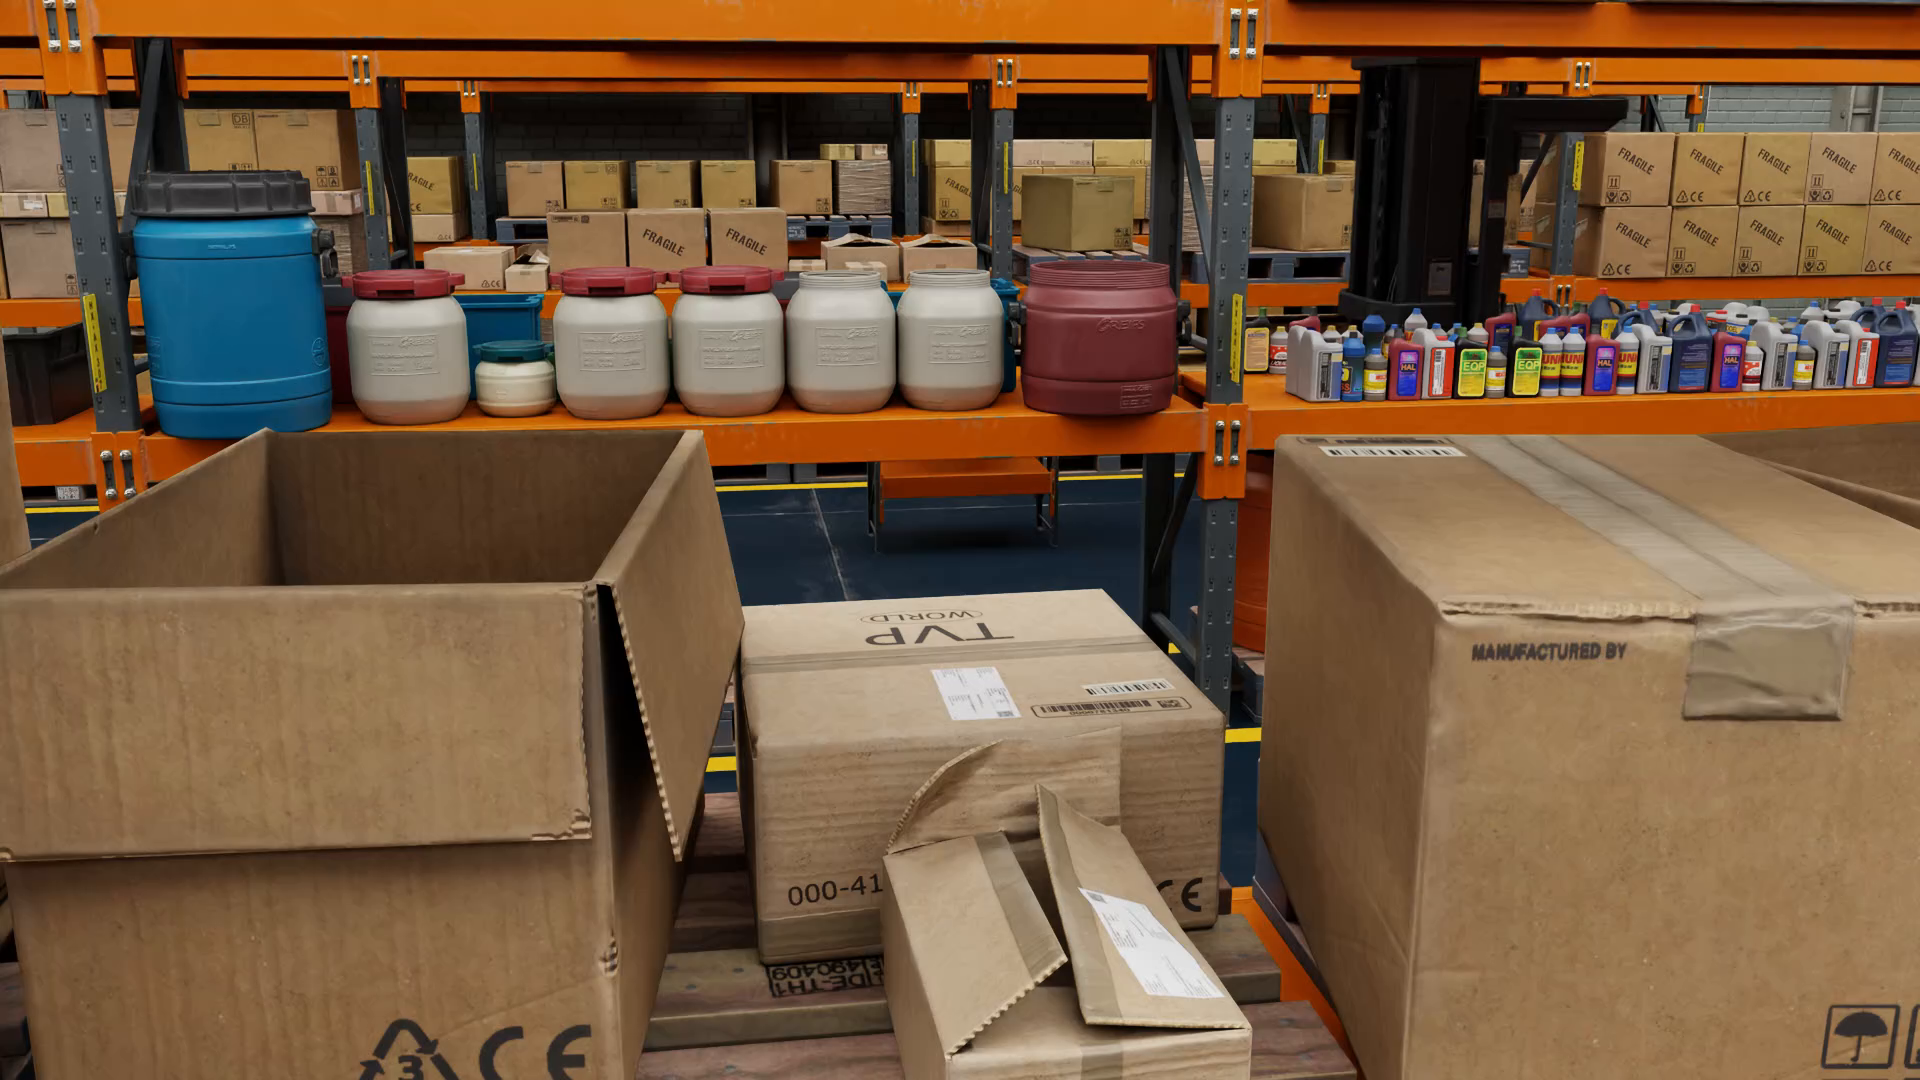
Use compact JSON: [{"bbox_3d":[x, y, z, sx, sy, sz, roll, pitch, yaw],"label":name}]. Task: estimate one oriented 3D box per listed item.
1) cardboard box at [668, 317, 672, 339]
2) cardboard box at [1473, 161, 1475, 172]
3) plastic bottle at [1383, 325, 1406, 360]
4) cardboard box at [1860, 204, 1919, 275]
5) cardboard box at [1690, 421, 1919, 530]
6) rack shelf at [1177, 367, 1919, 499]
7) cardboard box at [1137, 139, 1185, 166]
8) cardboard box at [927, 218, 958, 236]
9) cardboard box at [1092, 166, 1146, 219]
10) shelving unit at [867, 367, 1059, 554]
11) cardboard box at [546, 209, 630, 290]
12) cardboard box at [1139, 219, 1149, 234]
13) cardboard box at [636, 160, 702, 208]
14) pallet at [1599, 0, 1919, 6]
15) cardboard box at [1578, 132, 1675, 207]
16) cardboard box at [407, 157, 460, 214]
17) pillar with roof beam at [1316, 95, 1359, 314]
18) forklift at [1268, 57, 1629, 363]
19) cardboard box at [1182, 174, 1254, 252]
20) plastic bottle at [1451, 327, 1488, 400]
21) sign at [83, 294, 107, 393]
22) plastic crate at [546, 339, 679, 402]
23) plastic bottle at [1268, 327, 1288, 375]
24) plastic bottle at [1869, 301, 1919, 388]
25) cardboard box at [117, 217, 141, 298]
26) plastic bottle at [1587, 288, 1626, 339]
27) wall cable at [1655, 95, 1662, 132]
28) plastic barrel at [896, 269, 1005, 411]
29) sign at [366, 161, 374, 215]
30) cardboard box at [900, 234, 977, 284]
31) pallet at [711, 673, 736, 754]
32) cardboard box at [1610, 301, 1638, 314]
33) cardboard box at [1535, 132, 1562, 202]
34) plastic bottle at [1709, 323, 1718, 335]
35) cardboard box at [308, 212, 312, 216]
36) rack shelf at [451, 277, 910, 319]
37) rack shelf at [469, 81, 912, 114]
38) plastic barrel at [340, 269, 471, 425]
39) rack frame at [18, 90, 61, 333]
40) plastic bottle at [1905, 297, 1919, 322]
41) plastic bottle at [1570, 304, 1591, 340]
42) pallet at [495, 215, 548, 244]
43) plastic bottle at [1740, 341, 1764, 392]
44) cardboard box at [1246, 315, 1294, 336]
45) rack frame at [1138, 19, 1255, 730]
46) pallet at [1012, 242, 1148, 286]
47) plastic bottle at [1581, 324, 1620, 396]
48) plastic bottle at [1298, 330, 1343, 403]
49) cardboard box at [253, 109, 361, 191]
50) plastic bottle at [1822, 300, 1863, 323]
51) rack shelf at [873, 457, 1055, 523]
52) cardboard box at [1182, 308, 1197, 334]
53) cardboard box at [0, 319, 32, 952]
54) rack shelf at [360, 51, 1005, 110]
[{"bbox_3d":[-2.745,-2.120,16.243,0.500,0.500,0.700,-2,14,-8],"label":"cardboard box"},{"bbox_3d":[4.688,-3.525,16.994,0.700,0.700,0.980,-2,14,-10],"label":"cardboard box"},{"bbox_3d":[1.918,-0.850,7.354,0.097,0.201,0.097,0,14,0],"label":"plastic bottle"},{"bbox_3d":[6.715,-2.223,12.212,0.500,0.500,0.500,-2,14,-8],"label":"cardboard box"},{"bbox_3d":[1.157,0.158,1.858,0.500,0.500,0.500,-4,15,-15],"label":"cardboard box"},{"bbox_3d":[2.925,-0.534,7.164,4.000,0.370,1.077,-2,14,-8],"label":"rack shelf"},{"bbox_3d":[1.992,-3.792,16.275,0.500,0.250,0.500,-2,14,-7],"label":"cardboard box"},{"bbox_3d":[-0.169,-3.038,16.144,0.250,0.149,0.380,-2,14,-9],"label":"cardboard box"},{"bbox_3d":[1.514,-3.407,16.284,0.500,0.500,0.500,-2,14,-7],"label":"cardboard box"},{"bbox_3d":[0.007,-0.546,9.586,1.048,1.125,0.538,-2,14,-8],"label":"shelving unit"},{"bbox_3d":[-2.460,-1.949,11.121,0.500,0.500,0.500,-1,14,-4],"label":"cardboard box"},{"bbox_3d":[1.872,-3.111,16.434,0.250,0.149,0.380,-2,14,-10],"label":"cardboard box"},{"bbox_3d":[-2.776,-3.371,15.886,0.500,0.500,0.700,0,14,-1],"label":"cardboard box"},{"bbox_3d":[3.021,-2.225,6.650,1.213,0.211,1.003,-2,14,-8],"label":"pallet"},{"bbox_3d":[4.676,-2.630,11.782,0.500,0.500,0.500,-2,14,-7],"label":"cardboard box"},{"bbox_3d":[-4.905,-3.258,15.272,0.500,0.500,0.500,-2,14,-8],"label":"cardboard box"},{"bbox_3d":[4.631,-5.446,12.940,0.400,9.000,9.100,-2,14,-8],"label":"pillar with roof beam"},{"bbox_3d":[3.072,-1.483,9.611,3.031,2.935,1.130,-2,14,-7],"label":"forklift"},{"bbox_3d":[1.752,-2.292,11.624,0.500,0.500,0.700,1,14,2],"label":"cardboard box"},{"bbox_3d":[2.020,-0.703,6.597,0.133,0.283,0.061,-2,14,-8],"label":"plastic bottle"},{"bbox_3d":[-2.937,-0.667,5.647,0.005,0.325,0.100,-2,14,-8],"label":"sign"},{"bbox_3d":[-1.328,-0.694,6.758,0.662,0.188,0.450,-2,14,-8],"label":"plastic crate"},{"bbox_3d":[1.401,-0.831,7.279,0.097,0.201,0.097,0,14,0],"label":"plastic bottle"},{"bbox_3d":[3.860,-0.813,6.898,0.185,0.351,0.144,-2,14,-8],"label":"plastic bottle"},{"bbox_3d":[-5.197,-1.850,10.728,0.500,0.500,0.700,-2,14,-7],"label":"cardboard box"},{"bbox_3d":[2.892,-0.953,7.456,0.185,0.351,0.144,-2,14,-8],"label":"plastic bottle"},{"bbox_3d":[8.507,-4.250,18.415,1.851,1.984,0.084,-2,14,-8],"label":"wall cable"},{"bbox_3d":[-0.038,-0.776,6.421,0.421,0.512,0.421,0,14,0],"label":"plastic barrel"},{"bbox_3d":[-3.658,-2.182,10.314,0.005,0.325,0.100,-2,14,-8],"label":"sign"},{"bbox_3d":[-0.153,-1.956,11.539,0.500,0.311,0.500,-1,14,-5],"label":"cardboard box"},{"bbox_3d":[-1.028,0.604,6.879,1.213,0.211,1.003,-2,14,-8],"label":"pallet"},{"bbox_3d":[6.705,-2.425,17.502,0.500,0.500,0.700,-2,14,-8],"label":"cardboard box"},{"bbox_3d":[4.630,-2.761,12.305,0.500,0.500,0.500,-2,14,-8],"label":"cardboard box"},{"bbox_3d":[3.087,-0.755,6.832,0.097,0.271,0.097,0,14,0],"label":"plastic bottle"},{"bbox_3d":[-4.224,-2.151,10.592,0.250,0.149,0.380,-2,14,-9],"label":"cardboard box"},{"bbox_3d":[-1.765,-1.581,11.338,4.000,0.370,1.077,-2,14,-8],"label":"rack shelf"},{"bbox_3d":[-2.506,-4.227,15.724,4.000,0.370,1.077,-2,14,-8],"label":"rack shelf"},{"bbox_3d":[-2.029,-0.714,6.121,0.433,0.535,0.433,0,14,0],"label":"plastic barrel"},{"bbox_3d":[-8.439,-2.904,15.134,0.127,3.000,1.000,-2,14,-8],"label":"rack frame"},{"bbox_3d":[4.021,-0.854,7.063,0.185,0.351,0.144,-2,14,-8],"label":"plastic bottle"},{"bbox_3d":[2.738,-0.910,7.422,0.133,0.283,0.061,-2,14,-8],"label":"plastic bottle"},{"bbox_3d":[-3.707,-2.948,15.706,1.213,0.211,1.003,-2,14,-8],"label":"pallet"},{"bbox_3d":[3.228,-0.712,6.801,0.097,0.201,0.097,0,14,0],"label":"plastic bottle"},{"bbox_3d":[2.169,-1.498,12.223,0.500,0.250,0.500,-2,14,-9],"label":"cardboard box"},{"bbox_3d":[0.947,-0.811,6.788,0.127,3.000,1.000,-2,14,-8],"label":"rack frame"},{"bbox_3d":[0.873,-1.951,11.728,1.003,0.211,1.213,-2,14,-8],"label":"pallet"},{"bbox_3d":[2.573,-0.723,6.678,0.133,0.283,0.061,-2,14,-8],"label":"plastic bottle"},{"bbox_3d":[1.423,-0.688,6.555,0.135,0.276,0.152,-2,14,-8],"label":"plastic bottle"},{"bbox_3d":[-4.180,-2.517,10.721,0.500,0.500,0.700,-2,14,-8],"label":"cardboard box"},{"bbox_3d":[4.026,-0.957,7.627,0.135,0.276,0.152,-2,14,-8],"label":"plastic bottle"},{"bbox_3d":[0.007,-0.309,9.645,1.000,0.278,0.538,-2,14,-8],"label":"rack shelf"},{"bbox_3d":[1.925,-2.412,16.729,0.750,0.750,0.750,-2,14,-7],"label":"cardboard box"},{"bbox_3d":[-1.464,0.036,1.316,1.000,1.000,1.000,-2,14,-8],"label":"cardboard box"},{"bbox_3d":[-1.765,-3.036,10.973,4.000,0.370,1.077,-2,14,-8],"label":"rack shelf"}]
